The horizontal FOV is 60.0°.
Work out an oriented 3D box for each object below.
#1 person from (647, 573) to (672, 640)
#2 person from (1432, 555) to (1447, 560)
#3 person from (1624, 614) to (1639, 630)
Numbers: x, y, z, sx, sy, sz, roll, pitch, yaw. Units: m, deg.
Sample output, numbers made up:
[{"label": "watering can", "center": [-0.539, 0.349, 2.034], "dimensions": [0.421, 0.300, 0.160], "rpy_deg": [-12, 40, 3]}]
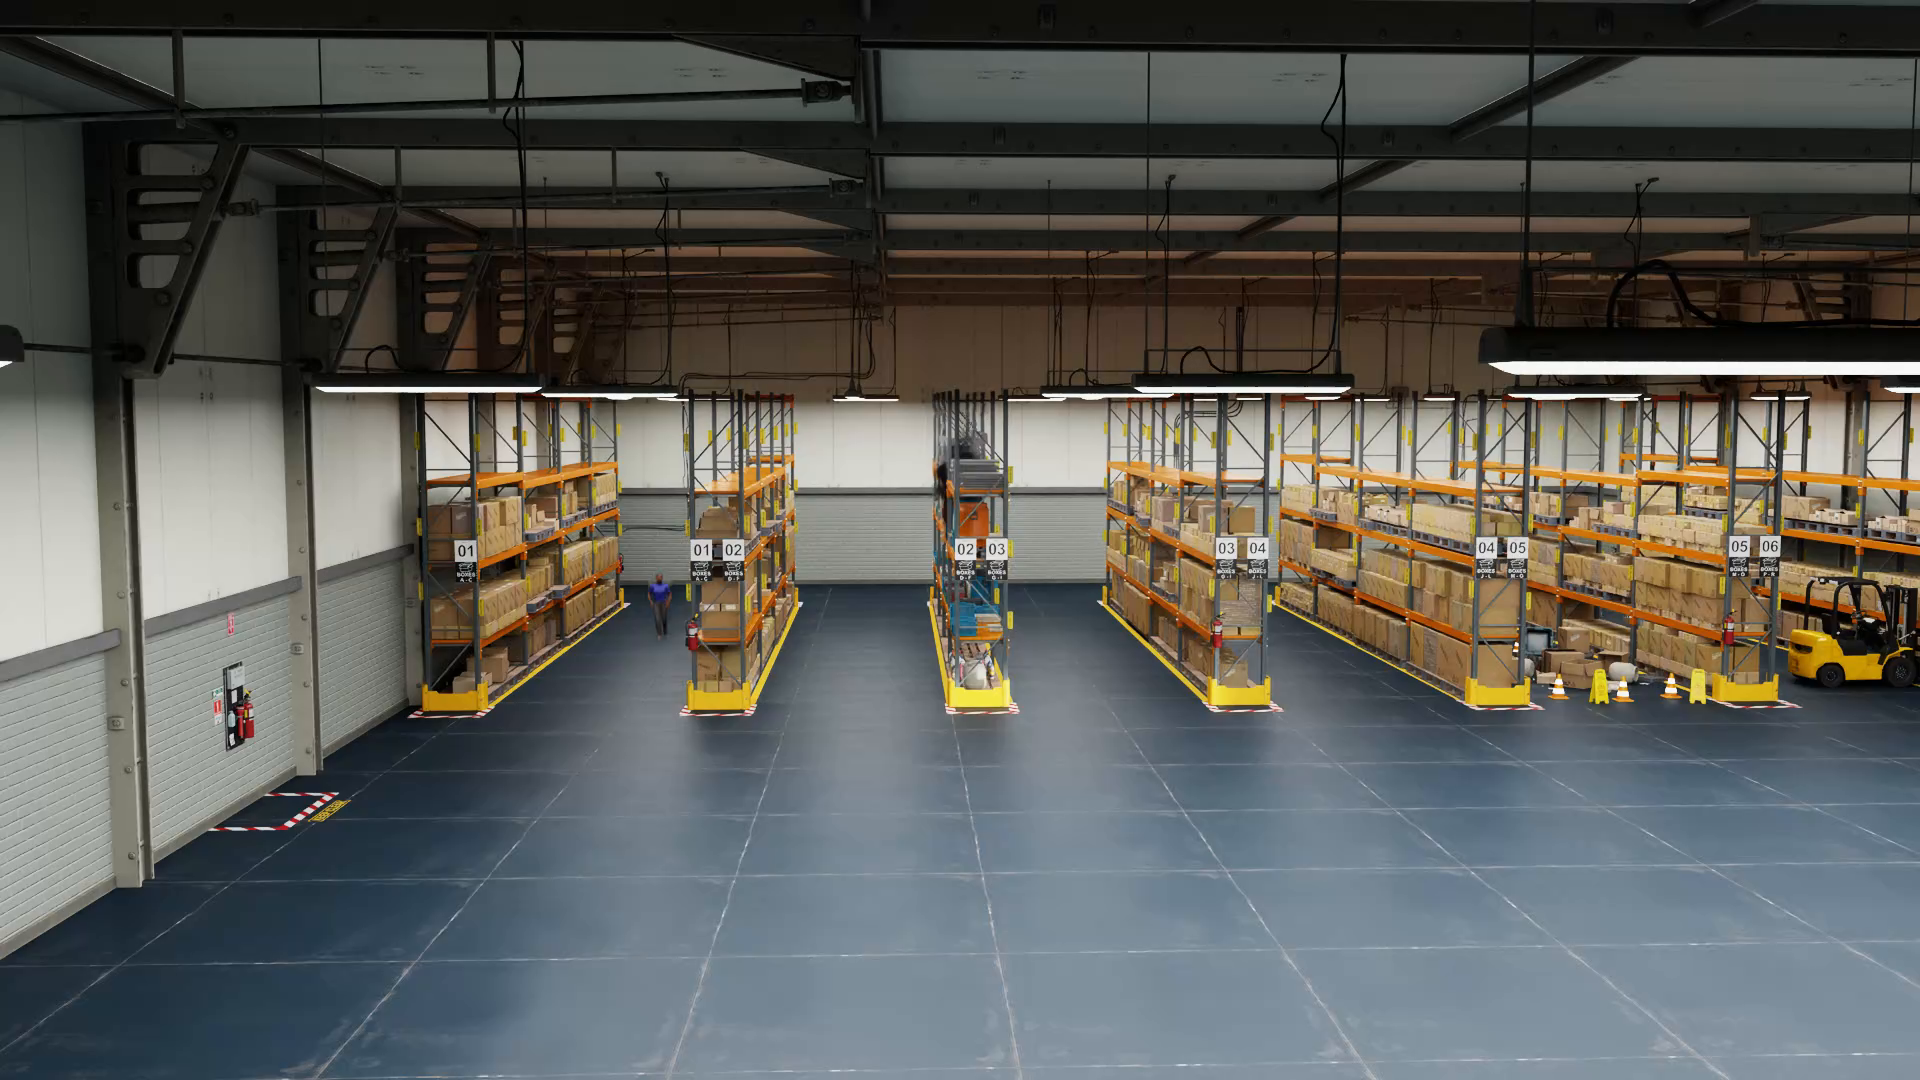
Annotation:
[{"label": "person", "center": [-7.346, 1.611, 40.625], "dimensions": [0.594, 1.627, 0.555], "rpy_deg": [-1, 5, -8]}, {"label": "person", "center": [14.531, 0.775, 49.850], "dimensions": [0.733, 1.814, 0.628], "rpy_deg": [-1, 5, -9]}, {"label": "person", "center": [16.604, 1.531, 40.878], "dimensions": [0.705, 1.724, 0.713], "rpy_deg": [0, 5, -4]}]
